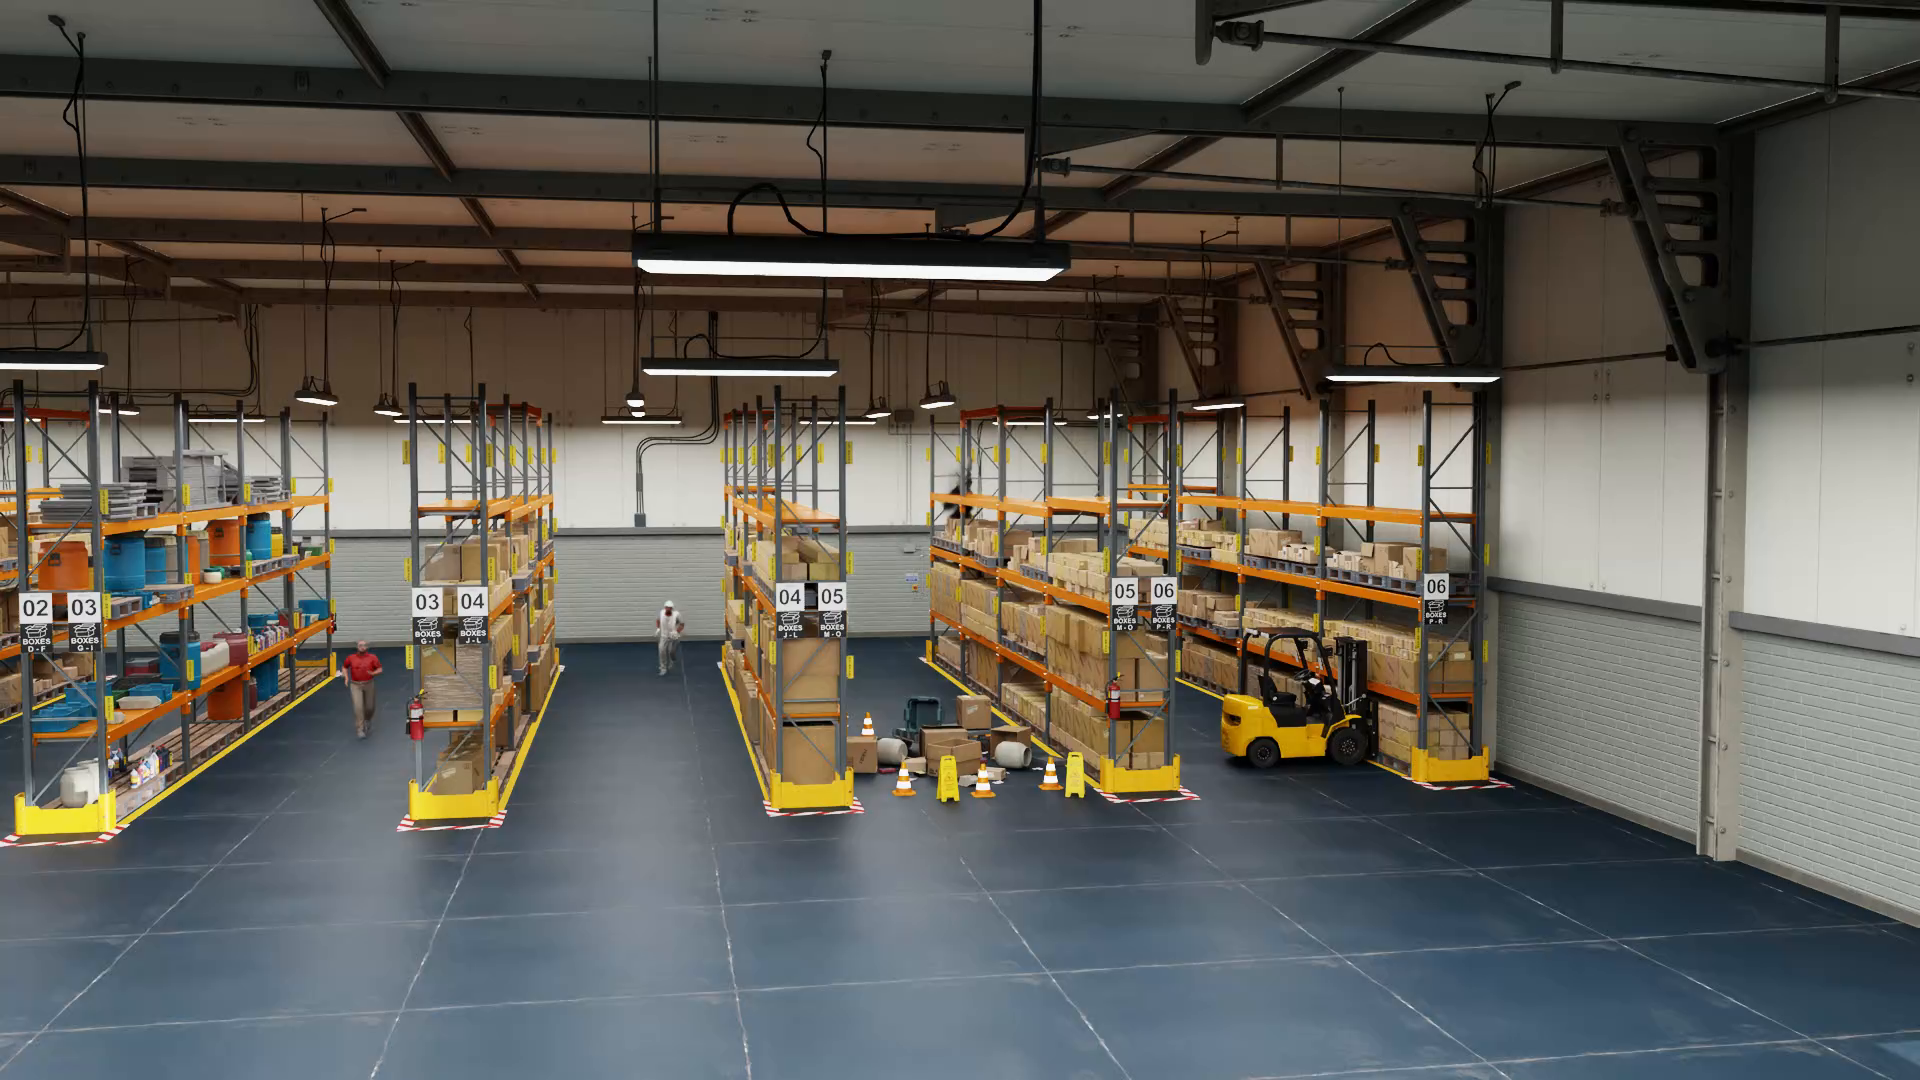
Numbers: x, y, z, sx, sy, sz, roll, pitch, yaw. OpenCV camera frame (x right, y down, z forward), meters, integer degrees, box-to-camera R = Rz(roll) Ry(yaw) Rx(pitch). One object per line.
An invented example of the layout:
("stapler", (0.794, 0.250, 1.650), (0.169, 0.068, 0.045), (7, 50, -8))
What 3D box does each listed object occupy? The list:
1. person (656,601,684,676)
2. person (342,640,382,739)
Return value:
("person", (-6.643, 2.228, 38.271), (0.676, 1.731, 0.960), (0, 3, 4))
("person", (-10.652, 2.633, 29.650), (0.672, 1.700, 0.933), (-1, 3, -23))
